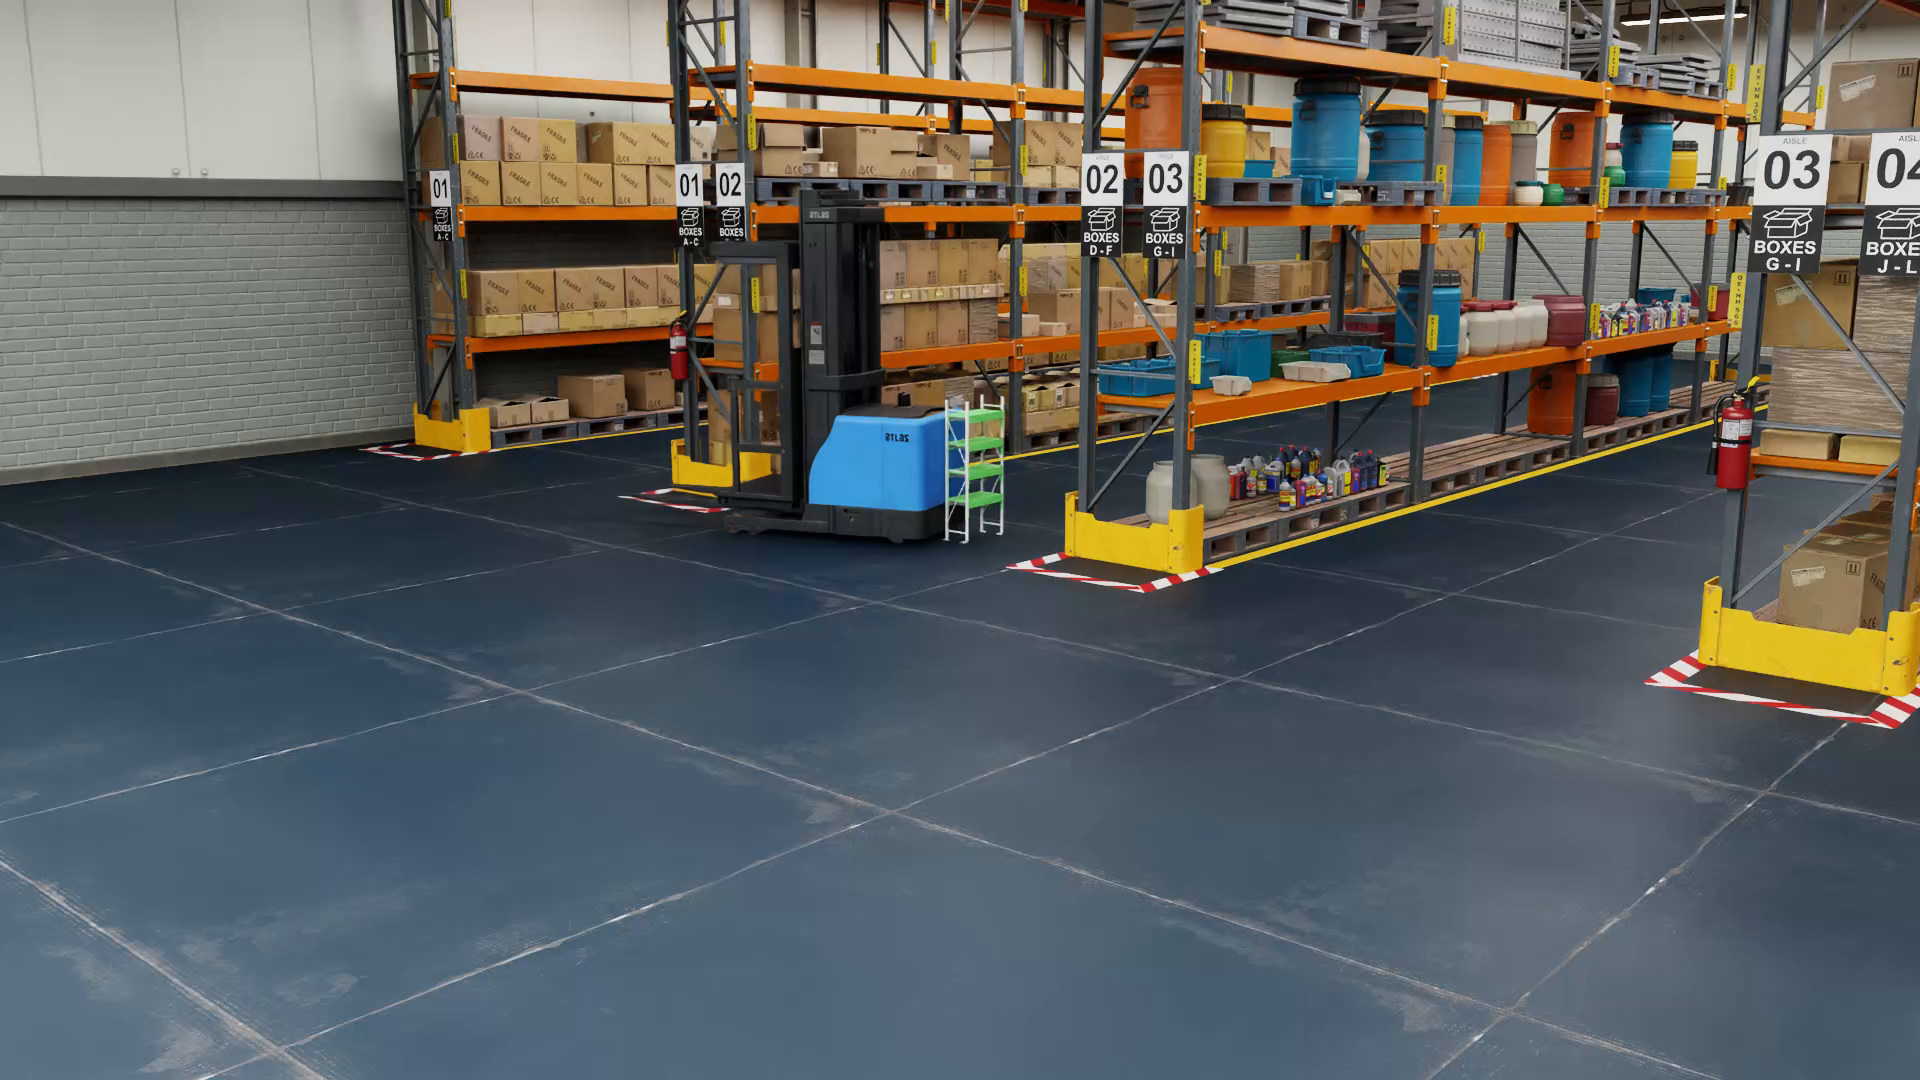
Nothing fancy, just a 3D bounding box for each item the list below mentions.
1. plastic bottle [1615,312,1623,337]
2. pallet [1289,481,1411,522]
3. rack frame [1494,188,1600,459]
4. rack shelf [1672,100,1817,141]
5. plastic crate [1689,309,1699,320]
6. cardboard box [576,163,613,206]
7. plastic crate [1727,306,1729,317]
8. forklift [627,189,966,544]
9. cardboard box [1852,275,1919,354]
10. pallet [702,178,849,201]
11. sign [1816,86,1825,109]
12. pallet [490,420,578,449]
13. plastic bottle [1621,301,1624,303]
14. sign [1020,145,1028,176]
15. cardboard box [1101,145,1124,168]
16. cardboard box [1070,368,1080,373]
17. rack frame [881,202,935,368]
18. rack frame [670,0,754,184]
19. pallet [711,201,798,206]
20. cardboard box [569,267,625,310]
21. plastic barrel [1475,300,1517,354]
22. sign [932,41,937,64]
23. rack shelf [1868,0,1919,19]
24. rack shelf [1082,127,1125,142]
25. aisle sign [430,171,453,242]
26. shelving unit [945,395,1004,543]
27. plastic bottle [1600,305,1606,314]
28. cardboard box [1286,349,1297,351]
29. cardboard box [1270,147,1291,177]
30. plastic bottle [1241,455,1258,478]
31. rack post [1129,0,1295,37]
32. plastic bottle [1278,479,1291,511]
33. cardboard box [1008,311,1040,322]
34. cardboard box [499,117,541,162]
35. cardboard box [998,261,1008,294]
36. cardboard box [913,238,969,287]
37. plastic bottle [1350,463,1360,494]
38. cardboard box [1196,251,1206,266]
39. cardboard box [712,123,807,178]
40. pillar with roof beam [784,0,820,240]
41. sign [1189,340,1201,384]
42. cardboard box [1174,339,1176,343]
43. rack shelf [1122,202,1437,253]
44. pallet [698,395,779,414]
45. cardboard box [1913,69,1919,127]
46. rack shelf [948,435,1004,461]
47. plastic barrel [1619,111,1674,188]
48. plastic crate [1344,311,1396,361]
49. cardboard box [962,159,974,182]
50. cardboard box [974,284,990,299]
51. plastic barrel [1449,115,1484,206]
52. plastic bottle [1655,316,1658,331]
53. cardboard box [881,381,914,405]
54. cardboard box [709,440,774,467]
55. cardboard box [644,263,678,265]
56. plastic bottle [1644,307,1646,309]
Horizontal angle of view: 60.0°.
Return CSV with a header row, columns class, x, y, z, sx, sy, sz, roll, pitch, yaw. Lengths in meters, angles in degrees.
class,x,y,z,sx,sy,sz,roll,pitch,yaw
plastic bottle,7.759,-2.543,19.582,0.061,0.283,0.133,10,15,40
pallet,3.535,-0.413,15.741,1.003,0.211,1.213,10,15,40
rack frame,6.650,-2.462,18.882,1.000,3.000,0.127,10,15,40
rack shelf,10.611,-5.738,22.823,1.077,0.370,4.000,10,15,40
plastic crate,9.705,-3.001,22.098,0.396,0.136,0.243,10,15,40
cardboard box,-4.605,-4.346,20.347,0.500,0.500,0.500,11,16,44
plastic crate,10.437,-3.223,22.839,0.437,0.282,0.530,10,15,40
forklift,-1.507,-1.572,14.596,3.031,2.935,1.130,5,12,22
cardboard box,5.658,-1.376,9.874,0.500,0.500,0.500,10,15,40
pallet,-1.863,-3.455,16.417,1.003,0.211,1.213,10,15,40
sign,12.355,-6.354,23.874,0.100,0.325,0.005,10,15,40
pallet,-5.460,-1.325,20.306,1.003,0.211,1.213,10,15,40
plastic bottle,8.640,-2.975,21.747,0.061,0.283,0.133,10,15,40
sign,0.709,-4.207,18.434,0.100,0.325,0.005,10,15,40
cardboard box,2.530,-6.421,28.181,0.500,0.500,0.500,10,15,40
cardboard box,1.687,-2.044,21.302,0.500,0.311,0.500,9,15,39
rack frame,-0.792,-3.743,25.295,1.000,3.000,0.127,10,15,40
rack frame,-2.349,-4.868,15.610,1.000,3.000,0.127,10,15,40
pallet,-2.945,-4.611,22.459,1.213,0.211,1.003,10,15,40
cardboard box,-4.520,-3.126,20.620,0.500,0.500,0.500,10,15,42
plastic barrel,5.576,-2.225,17.344,0.433,0.535,0.433,0,11,0
sign,-0.378,-7.113,24.264,0.100,0.325,0.005,10,15,40
rack shelf,6.410,-3.527,10.739,1.077,0.370,4.000,10,15,40
rack shelf,3.169,-7.019,29.236,1.077,0.370,4.000,10,15,40
aisle sign,-5.895,-3.792,18.900,0.394,0.787,0.004,10,15,40
shelving unit,0.126,-0.613,14.215,0.258,1.200,0.503,9,14,37
plastic bottle,8.088,-2.835,21.064,0.152,0.276,0.135,10,15,40
cardboard box,4.726,-2.562,24.640,0.500,0.500,0.500,10,15,41
cardboard box,4.306,-5.206,23.375,0.600,0.600,0.600,9,14,38
plastic bottle,2.637,-0.608,15.236,0.144,0.351,0.185,11,15,43
rack post,1.964,-4.077,12.924,0.954,0.300,0.937,-10,15,-41
plastic bottle,2.800,-0.390,14.347,0.097,0.271,0.097,0,11,0
cardboard box,0.734,-2.602,19.924,0.396,0.266,0.258,9,15,39
cardboard box,-5.267,-4.679,19.462,0.500,0.500,0.500,10,15,40
cardboard box,0.402,-4.135,26.191,0.500,0.500,0.500,10,15,40
cardboard box,-0.329,-3.060,18.303,0.700,0.500,0.500,10,15,40
plastic bottle,3.598,-0.568,15.209,0.133,0.283,0.061,-11,16,-44
cardboard box,4.160,-4.991,30.776,0.980,0.700,0.700,11,16,43
cardboard box,-1.967,-3.807,16.260,0.637,0.503,0.797,-11,16,-44
pillar with roof beam,0.934,-6.049,21.523,9.100,9.000,0.400,10,15,40
sign,1.780,-1.349,12.602,0.100,0.325,0.005,10,15,40
cardboard box,3.772,-3.711,30.442,0.700,0.500,0.500,10,15,40
rack shelf,2.689,-2.698,14.239,1.077,0.370,4.000,10,15,40
pallet,-2.919,-1.902,23.196,1.003,0.211,1.213,10,15,40
cardboard box,6.273,-2.740,10.320,0.500,0.500,0.500,10,15,40
rack shelf,0.126,-0.786,14.181,0.258,0.148,0.480,9,14,37
plastic barrel,8.279,-4.703,20.088,0.600,0.901,0.708,10,15,40
plastic crate,4.099,-2.016,16.484,0.402,0.464,0.583,10,15,40
cardboard box,-0.204,-5.643,25.767,0.700,0.500,0.500,9,14,37
cardboard box,0.108,-2.778,18.551,0.380,0.149,0.250,9,15,39
plastic barrel,5.046,-3.886,17.071,0.600,0.901,0.708,10,15,40
plastic bottle,8.554,-2.685,20.505,0.097,0.201,0.097,0,11,0
cardboard box,-0.836,-1.422,17.707,0.500,0.500,0.500,10,15,40
cardboard box,-2.217,-0.901,17.012,0.500,0.250,0.500,10,15,40
cardboard box,-3.899,-3.417,22.076,0.500,0.500,0.500,9,15,39
plastic bottle,8.504,-2.754,20.668,0.097,0.271,0.097,0,11,0
